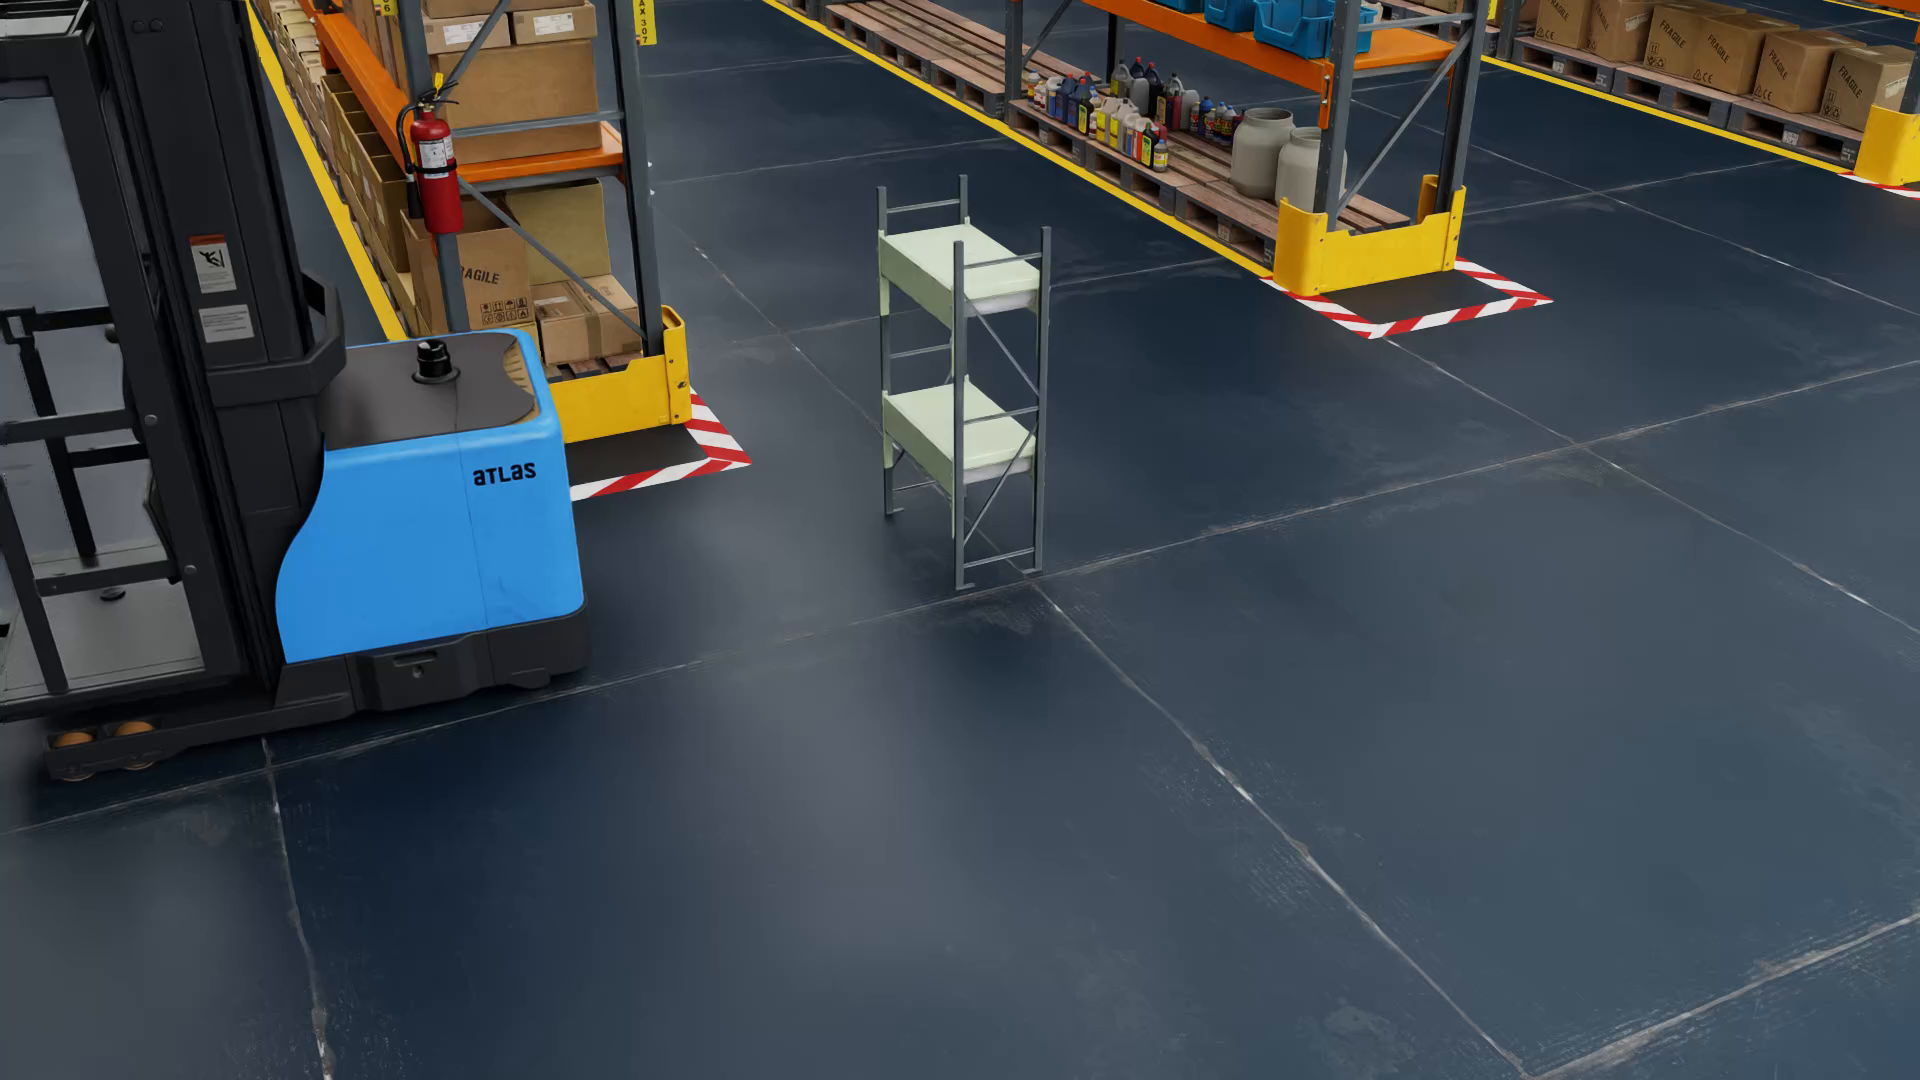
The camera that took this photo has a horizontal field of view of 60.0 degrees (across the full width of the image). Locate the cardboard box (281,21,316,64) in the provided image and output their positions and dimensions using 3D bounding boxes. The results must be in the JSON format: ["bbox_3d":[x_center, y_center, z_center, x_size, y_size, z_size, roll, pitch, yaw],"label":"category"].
[{"bbox_3d":[-4.959,-3.885,12.919,0.500,0.311,0.500,-14,32,-23],"label":"cardboard box"}]

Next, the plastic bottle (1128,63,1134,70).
[{"bbox_3d":[1.329,-3.541,12.825,0.061,0.283,0.133,-11,31,-20],"label":"plastic bottle"}]

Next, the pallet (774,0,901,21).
[{"bbox_3d":[-1.269,-5.567,16.962,1.003,0.211,1.213,-13,32,-22],"label":"pallet"}]

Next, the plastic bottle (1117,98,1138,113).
[{"bbox_3d":[1.183,-3.008,11.882,0.152,0.276,0.135,-13,32,-22],"label":"plastic bottle"}]

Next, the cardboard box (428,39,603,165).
[{"bbox_3d":[-2.123,-2.124,7.869,0.700,0.500,0.500,-13,32,-22],"label":"cardboard box"}]

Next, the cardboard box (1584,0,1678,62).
[{"bbox_3d":[5.686,-4.373,14.108,0.500,0.500,0.500,-3,29,-6],"label":"cardboard box"}]

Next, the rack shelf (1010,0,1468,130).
[{"bbox_3d":[1.683,-3.479,11.124,1.077,0.370,4.000,-13,32,-22],"label":"rack shelf"}]

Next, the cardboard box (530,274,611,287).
[{"bbox_3d":[-2.181,-1.359,8.988,0.500,0.250,0.500,-13,32,-22],"label":"cardboard box"}]

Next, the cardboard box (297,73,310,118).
[{"bbox_3d":[-4.744,-3.419,12.663,0.500,0.250,0.500,-12,32,-21],"label":"cardboard box"}]

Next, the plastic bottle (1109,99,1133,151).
[{"bbox_3d":[1.139,-2.916,11.642,0.144,0.351,0.185,-12,31,-20],"label":"plastic bottle"}]

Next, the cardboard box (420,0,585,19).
[{"bbox_3d":[-2.145,-2.713,7.593,0.700,0.500,0.500,-13,32,-22],"label":"cardboard box"}]

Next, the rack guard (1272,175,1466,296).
[{"bbox_3d":[2.466,-1.843,10.026,1.175,0.500,0.348,-13,32,-22],"label":"rack guard"}]

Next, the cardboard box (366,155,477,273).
[{"bbox_3d":[-2.875,-1.795,9.000,0.500,0.500,0.500,-13,32,-22],"label":"cardboard box"}]

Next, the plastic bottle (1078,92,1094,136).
[{"bbox_3d":[0.910,-3.075,11.994,0.061,0.283,0.133,-12,31,-20],"label":"plastic bottle"}]

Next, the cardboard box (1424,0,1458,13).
[{"bbox_3d":[4.866,-5.309,15.756,0.700,0.500,0.500,-13,32,-22],"label":"cardboard box"}]

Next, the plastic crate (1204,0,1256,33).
[{"bbox_3d":[1.783,-3.291,10.205,0.499,0.251,0.408,-13,32,-22],"label":"plastic crate"}]

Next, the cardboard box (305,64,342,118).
[{"bbox_3d":[-4.313,-3.214,11.723,0.500,0.311,0.500,-12,32,-21],"label":"cardboard box"}]

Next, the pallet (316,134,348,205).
[{"bbox_3d":[-4.003,-2.739,11.919,1.003,0.211,1.213,-13,32,-22],"label":"pallet"}]

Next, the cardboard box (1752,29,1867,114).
[{"bbox_3d":[6.474,-3.579,12.692,0.500,0.500,0.500,-5,30,-9],"label":"cardboard box"}]

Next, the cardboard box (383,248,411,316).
[{"bbox_3d":[-2.873,-1.469,9.185,0.500,0.250,0.500,-13,32,-22],"label":"cardboard box"}]

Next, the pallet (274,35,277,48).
[{"bbox_3d":[-5.655,-4.527,15.107,1.003,0.211,1.213,-13,32,-22],"label":"pallet"}]

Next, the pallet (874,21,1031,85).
[{"bbox_3d":[-0.076,-4.339,14.772,1.003,0.211,1.213,-13,32,-22],"label":"pallet"}]

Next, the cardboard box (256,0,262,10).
[{"bbox_3d":[-6.434,-5.330,15.794,0.500,0.500,0.500,-14,32,-24],"label":"cardboard box"}]

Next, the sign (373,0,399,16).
[{"bbox_3d":[-2.430,-2.372,6.987,0.100,0.325,0.005,-13,32,-22],"label":"sign"}]

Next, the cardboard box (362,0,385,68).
[{"bbox_3d":[-3.011,-3.033,9.490,0.700,0.500,0.500,-13,32,-21],"label":"cardboard box"}]

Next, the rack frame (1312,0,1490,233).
[{"bbox_3d":[2.541,-2.910,9.372,1.000,3.000,0.127,-13,32,-22],"label":"rack frame"}]

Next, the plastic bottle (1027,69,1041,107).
[{"bbox_3d":[0.565,-3.446,12.668,0.097,0.271,0.097,0,29,0],"label":"plastic bottle"}]

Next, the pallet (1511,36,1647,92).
[{"bbox_3d":[5.618,-4.211,14.544,1.003,0.211,1.213,-13,32,-22],"label":"pallet"}]

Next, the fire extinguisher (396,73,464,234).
[{"bbox_3d":[-2.303,-1.688,7.272,0.296,0.674,0.183,-13,32,-22],"label":"fire extinguisher"}]

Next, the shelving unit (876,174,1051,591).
[{"bbox_3d":[0.003,-0.651,6.878,0.431,1.500,0.755,-13,32,-22],"label":"shelving unit"}]

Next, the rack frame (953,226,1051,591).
[{"bbox_3d":[0.160,-0.490,6.590,0.400,1.500,0.023,-13,32,-22],"label":"rack frame"}]

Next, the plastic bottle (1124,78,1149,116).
[{"bbox_3d":[1.320,-3.330,12.456,0.152,0.276,0.135,-13,32,-22],"label":"plastic bottle"}]

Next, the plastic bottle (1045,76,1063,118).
[{"bbox_3d":[0.729,-3.311,12.422,0.152,0.276,0.135,-12,31,-20],"label":"plastic bottle"}]

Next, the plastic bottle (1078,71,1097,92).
[{"bbox_3d":[0.926,-3.300,12.326,0.144,0.351,0.185,-13,32,-22],"label":"plastic bottle"}]

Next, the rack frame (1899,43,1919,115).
[{"bbox_3d":[7.015,-3.950,11.227,1.000,3.000,0.127,-13,32,-22],"label":"rack frame"}]

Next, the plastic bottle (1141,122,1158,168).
[{"bbox_3d":[1.290,-2.684,11.297,0.061,0.283,0.133,-12,32,-21],"label":"plastic bottle"}]

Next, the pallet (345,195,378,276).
[{"bbox_3d":[-3.347,-2.062,10.711,1.003,0.211,1.213,-13,32,-22],"label":"pallet"}]

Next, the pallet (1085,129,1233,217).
[{"bbox_3d":[1.603,-2.615,11.698,1.003,0.211,1.213,-13,32,-22],"label":"pallet"}]

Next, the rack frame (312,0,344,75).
[{"bbox_3d":[-3.651,-3.638,10.671,1.000,3.000,0.127,-13,32,-22],"label":"rack frame"}]

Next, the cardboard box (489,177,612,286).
[{"bbox_3d":[-2.179,-1.686,8.806,0.500,0.500,0.500,-13,32,-22],"label":"cardboard box"}]

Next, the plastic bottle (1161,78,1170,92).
[{"bbox_3d":[1.551,-3.312,12.417,0.061,0.283,0.133,-11,31,-19],"label":"plastic bottle"}]

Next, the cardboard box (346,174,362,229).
[{"bbox_3d":[-3.516,-2.132,10.367,0.500,0.250,0.500,-13,32,-22],"label":"cardboard box"}]

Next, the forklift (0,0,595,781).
[{"bbox_3d":[-2.962,-0.735,5.563,3.031,2.935,1.130,-10,31,-17],"label":"forklift"}]

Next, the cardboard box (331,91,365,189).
[{"bbox_3d":[-3.513,-2.459,10.184,0.500,0.500,0.500,-13,32,-22],"label":"cardboard box"}]

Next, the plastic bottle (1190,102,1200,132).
[{"bbox_3d":[1.724,-3.078,12.083,0.097,0.201,0.097,0,29,0],"label":"plastic bottle"}]

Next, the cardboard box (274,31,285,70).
[{"bbox_3d":[-5.409,-4.096,13.870,0.500,0.250,0.500,-13,32,-22],"label":"cardboard box"}]

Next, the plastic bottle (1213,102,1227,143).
[{"bbox_3d":[1.854,-2.974,11.826,0.097,0.271,0.097,0,29,0],"label":"plastic bottle"}]

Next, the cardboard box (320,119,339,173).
[{"bbox_3d":[-4.091,-2.744,11.459,0.500,0.250,0.500,-13,32,-22],"label":"cardboard box"}]
